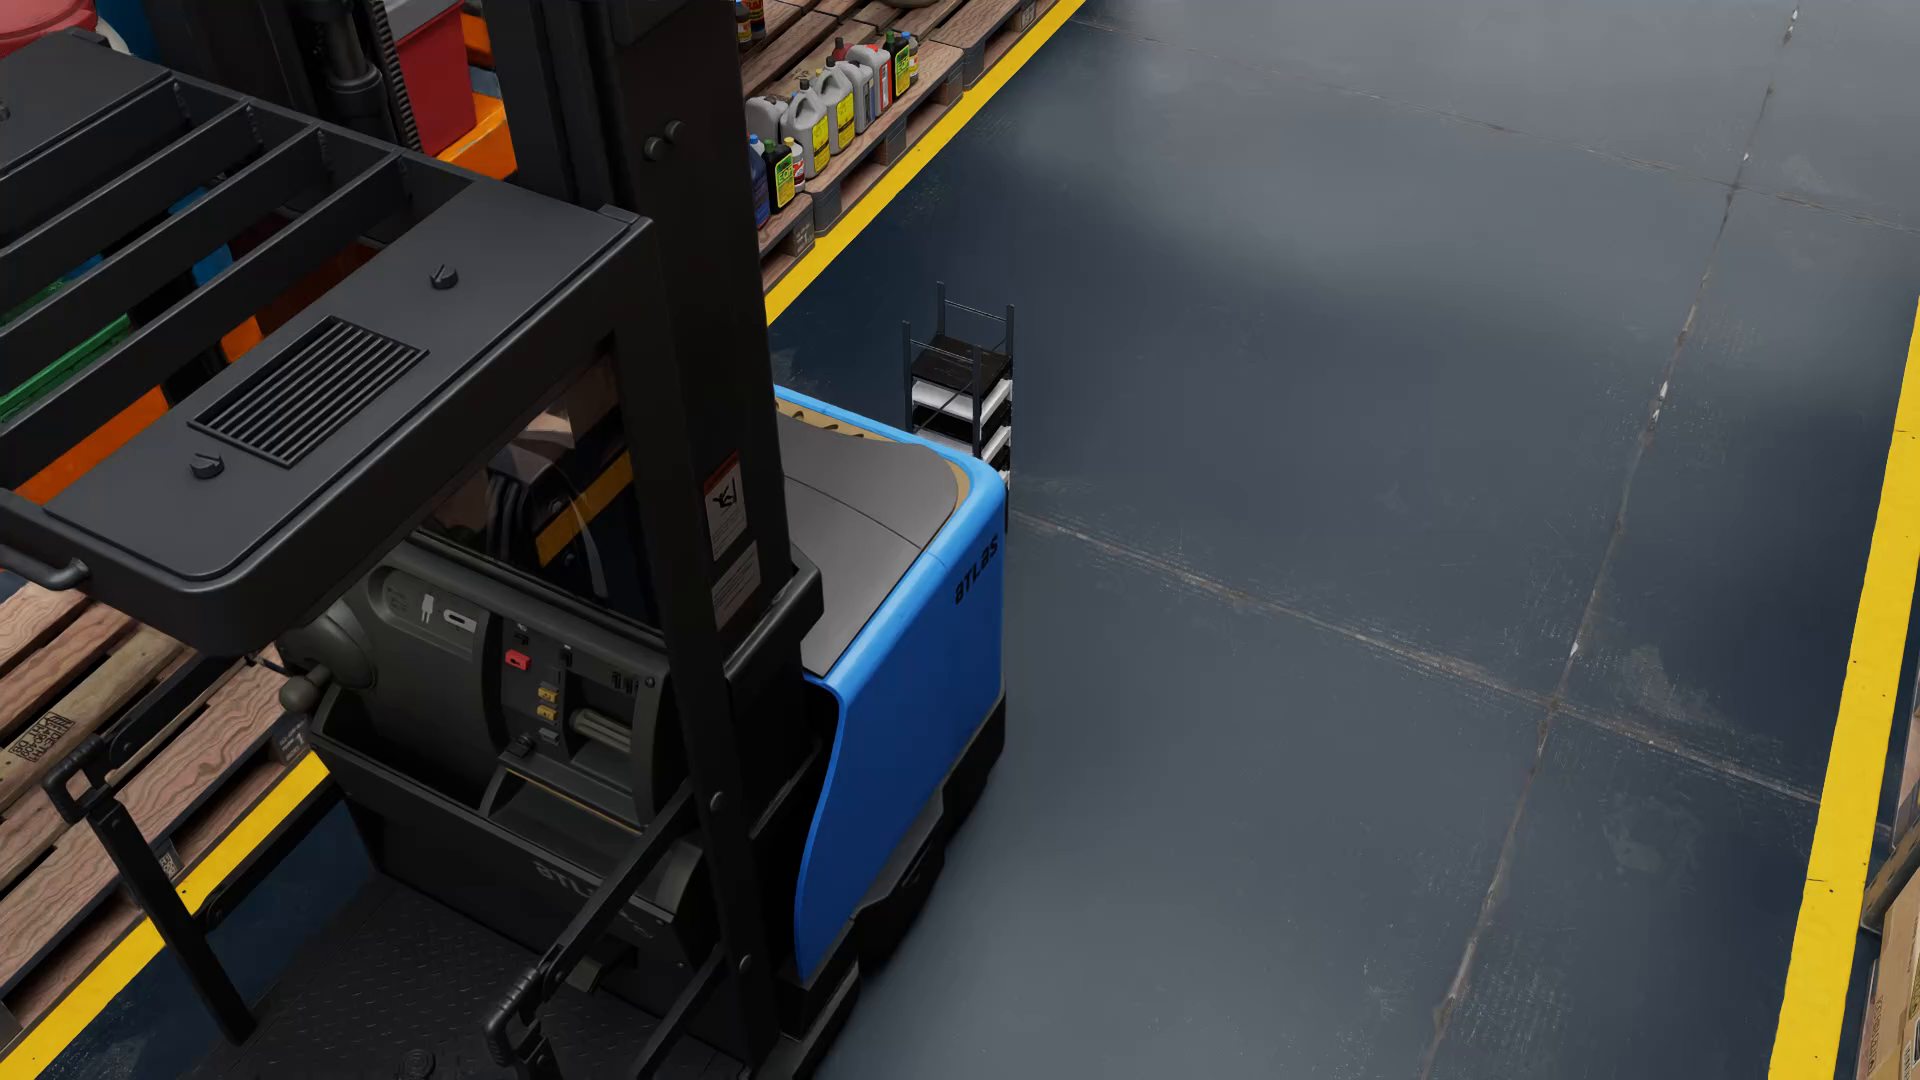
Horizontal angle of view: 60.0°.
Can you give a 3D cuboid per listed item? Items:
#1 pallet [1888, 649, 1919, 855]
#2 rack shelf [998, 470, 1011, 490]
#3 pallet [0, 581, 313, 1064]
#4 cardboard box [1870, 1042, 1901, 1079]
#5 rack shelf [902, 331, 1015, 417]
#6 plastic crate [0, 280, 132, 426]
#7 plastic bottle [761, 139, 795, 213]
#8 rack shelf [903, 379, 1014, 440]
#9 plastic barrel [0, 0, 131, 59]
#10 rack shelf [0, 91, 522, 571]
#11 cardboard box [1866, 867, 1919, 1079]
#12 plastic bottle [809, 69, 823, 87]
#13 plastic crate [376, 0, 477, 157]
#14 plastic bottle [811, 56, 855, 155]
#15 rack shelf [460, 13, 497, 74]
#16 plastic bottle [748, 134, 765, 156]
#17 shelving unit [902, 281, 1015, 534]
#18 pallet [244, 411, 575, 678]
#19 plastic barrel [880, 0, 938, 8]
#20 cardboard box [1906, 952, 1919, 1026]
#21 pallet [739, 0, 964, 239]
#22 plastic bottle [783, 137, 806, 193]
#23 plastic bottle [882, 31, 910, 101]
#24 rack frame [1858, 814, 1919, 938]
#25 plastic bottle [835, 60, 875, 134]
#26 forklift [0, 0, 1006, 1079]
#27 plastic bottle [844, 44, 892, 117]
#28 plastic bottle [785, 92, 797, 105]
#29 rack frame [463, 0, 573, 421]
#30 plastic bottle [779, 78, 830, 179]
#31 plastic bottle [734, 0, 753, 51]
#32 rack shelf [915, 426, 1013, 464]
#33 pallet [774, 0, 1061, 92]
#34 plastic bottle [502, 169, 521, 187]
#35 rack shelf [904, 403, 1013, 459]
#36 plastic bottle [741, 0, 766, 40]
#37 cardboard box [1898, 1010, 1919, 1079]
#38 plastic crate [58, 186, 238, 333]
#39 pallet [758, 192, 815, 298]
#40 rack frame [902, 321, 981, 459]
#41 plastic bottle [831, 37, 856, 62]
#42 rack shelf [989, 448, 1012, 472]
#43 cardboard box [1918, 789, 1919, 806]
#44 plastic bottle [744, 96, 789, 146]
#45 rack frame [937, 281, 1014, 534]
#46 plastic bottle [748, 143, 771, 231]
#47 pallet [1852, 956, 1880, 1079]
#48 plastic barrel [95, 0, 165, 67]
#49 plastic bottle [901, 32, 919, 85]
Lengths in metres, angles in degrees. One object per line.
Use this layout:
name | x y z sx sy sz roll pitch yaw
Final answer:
pallet | 3.181 0.562 4.546 1.003 0.211 1.213 20 49 19
rack shelf | -0.004 -0.161 5.077 0.258 0.077 0.200 20 49 19
pallet | -2.506 0.690 4.420 1.003 0.211 1.213 20 49 19
cardboard box | 2.130 1.381 3.414 0.500 0.250 0.500 22 49 20
rack shelf | -0.004 -0.478 4.757 0.258 0.077 0.200 20 49 19
plastic crate | -2.169 -0.304 3.591 0.450 0.188 0.662 20 49 19
plastic bottle | -0.667 -1.350 6.075 0.061 0.283 0.133 23 50 21
rack shelf | -0.004 -0.414 4.821 0.258 0.077 0.200 20 49 19
plastic barrel | -2.249 -1.087 4.119 0.433 0.535 0.433 0 45 0
rack shelf | -2.539 -0.056 3.703 1.077 0.370 4.000 20 49 19
cardboard box | 2.368 1.060 3.732 0.500 0.250 0.500 19 48 18
plastic bottle | -0.543 -1.751 6.529 0.097 0.201 0.097 0 45 0
plastic crate | -1.565 -1.186 4.268 0.402 0.464 0.583 20 49 19
plastic bottle | -0.497 -1.668 6.343 0.144 0.351 0.185 22 49 21
rack shelf | -0.682 -2.576 6.193 1.077 0.370 4.000 20 49 19
plastic bottle | -0.746 -1.360 6.094 0.097 0.271 0.097 0 45 0
shelving unit | -0.004 -0.311 4.925 0.258 0.900 0.210 20 49 19
pallet | -1.941 -0.081 5.182 1.003 0.211 1.213 20 49 19
plastic barrel | -0.224 -2.607 7.171 0.421 0.512 0.421 0 45 0
cardboard box | 2.362 0.869 3.526 0.500 0.311 0.500 21 49 19
pallet | -0.697 -1.770 6.851 1.003 0.211 1.213 20 49 19
plastic bottle | -0.629 -1.401 6.184 0.097 0.201 0.097 0 45 0
plastic bottle | -0.256 -1.908 6.627 0.061 0.283 0.133 22 49 20
rack frame | 2.775 0.069 3.073 1.000 3.000 0.127 20 49 19
plastic bottle | -0.424 -1.747 6.474 0.152 0.276 0.135 19 48 18
forklift | -1.020 0.313 2.880 1.130 2.935 3.031 21 49 20
plastic bottle | -0.359 -1.835 6.560 0.152 0.276 0.135 21 49 19
plastic bottle | -0.624 -1.628 6.408 0.097 0.201 0.097 0 45 0
rack frame | -1.611 -1.569 4.692 1.000 3.000 0.127 20 49 19
plastic bottle | -0.584 -1.551 6.227 0.144 0.351 0.185 20 49 19
plastic bottle | -0.920 -2.156 6.930 0.097 0.201 0.097 0 45 0
rack shelf | -0.004 -0.288 4.949 0.258 0.077 0.200 20 49 19
pallet | -0.129 -2.535 7.607 1.003 0.211 1.213 20 49 19
plastic bottle | -1.567 -1.294 5.973 0.144 0.351 0.185 19 48 18
rack shelf | -0.004 -0.351 4.885 0.258 0.077 0.200 20 49 19
plastic bottle | -0.872 -2.245 6.969 0.097 0.271 0.097 0 45 0
cardboard box | 2.125 1.182 3.216 0.500 0.311 0.500 20 49 19
plastic crate | -1.847 -0.766 3.909 0.392 0.384 0.575 20 49 19
pallet | -1.262 -0.998 6.088 1.003 0.211 1.213 20 49 19
rack frame | -0.051 -0.247 4.862 0.240 0.900 0.006 20 49 19
plastic bottle | -0.454 -1.872 6.592 0.061 0.283 0.133 20 49 19
rack shelf | -0.004 -0.225 5.013 0.258 0.077 0.200 20 49 19
cardboard box | 2.797 0.523 4.262 0.500 0.250 0.500 20 49 19
plastic bottle | -0.726 -1.558 6.286 0.152 0.276 0.135 20 49 19
rack frame | 0.043 -0.375 4.988 0.240 0.900 0.006 20 49 19
plastic bottle | -0.781 -1.283 5.962 0.144 0.351 0.185 19 48 17
pallet | 2.467 1.526 3.594 1.003 0.211 1.213 20 49 19
plastic barrel | -2.058 -1.602 4.372 0.600 0.901 0.708 20 49 19
plastic bottle | -0.218 -1.958 6.735 0.097 0.201 0.097 0 45 0
